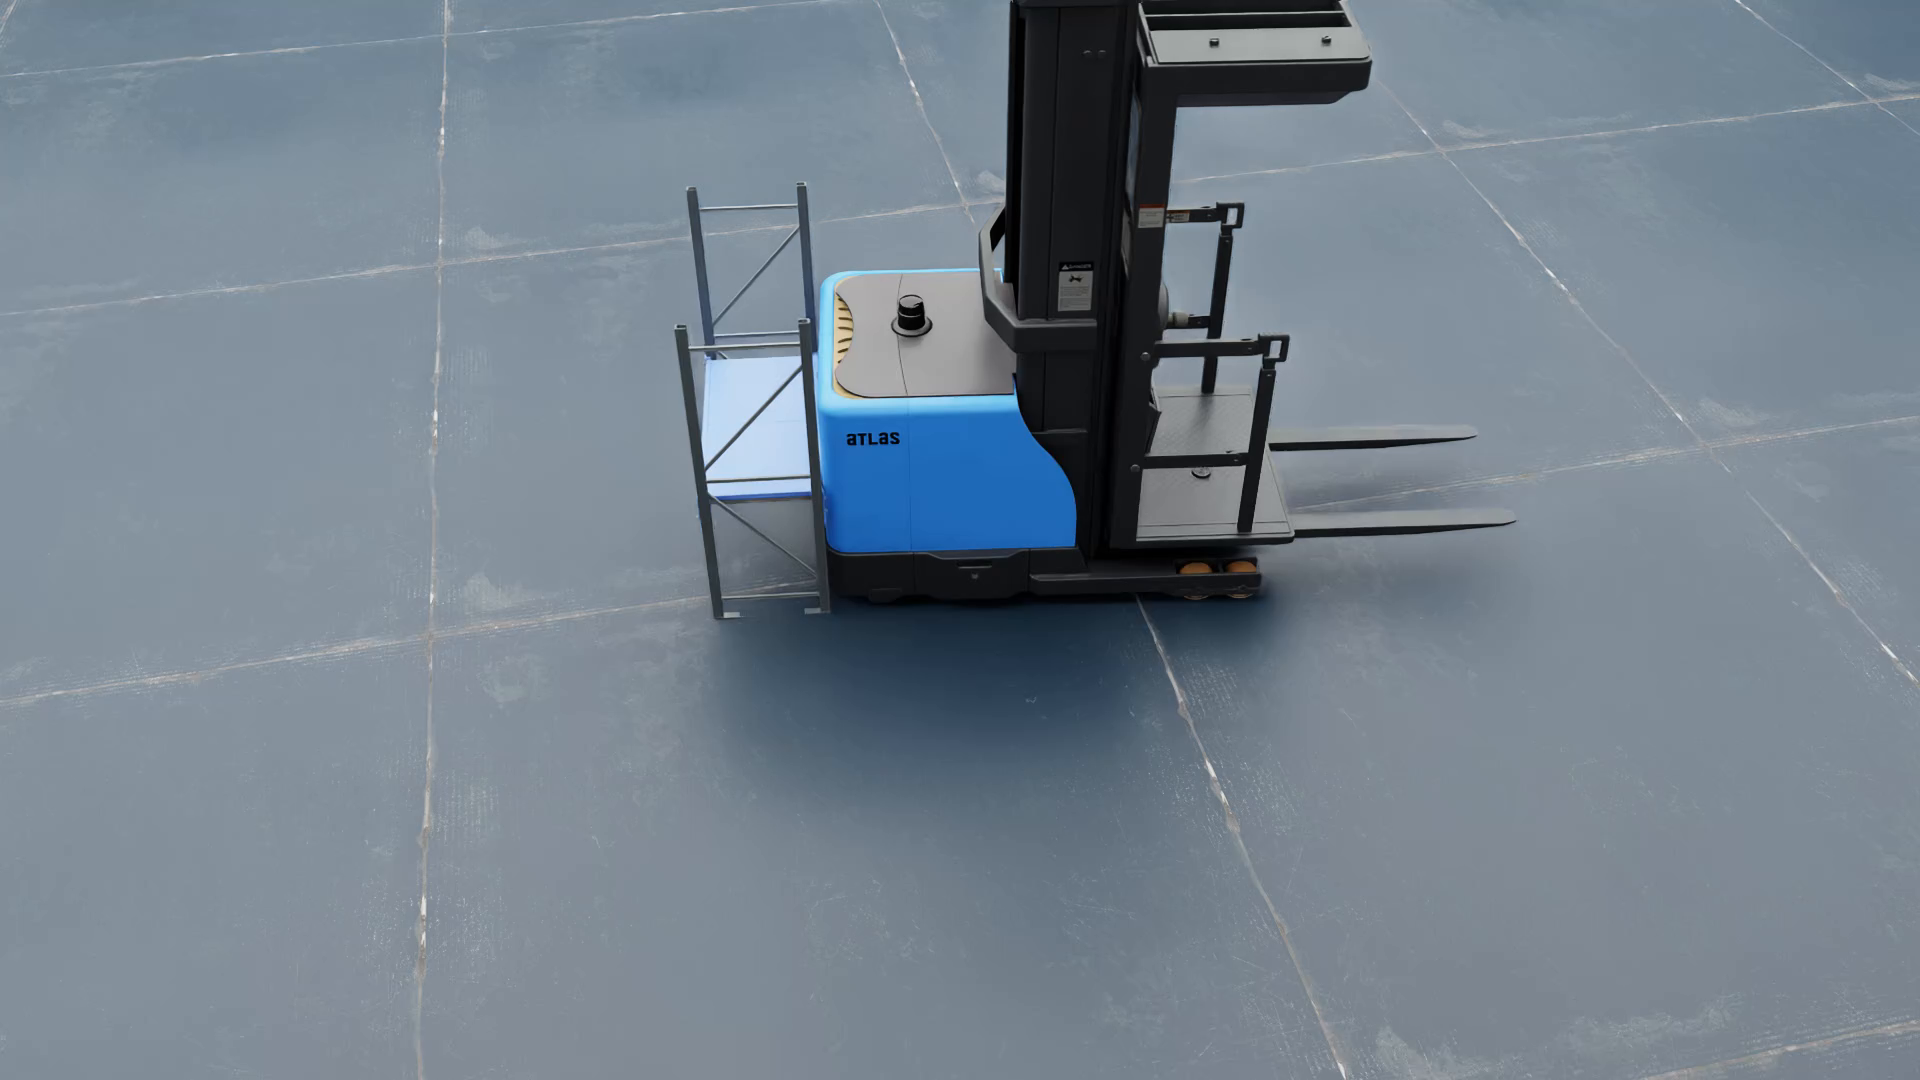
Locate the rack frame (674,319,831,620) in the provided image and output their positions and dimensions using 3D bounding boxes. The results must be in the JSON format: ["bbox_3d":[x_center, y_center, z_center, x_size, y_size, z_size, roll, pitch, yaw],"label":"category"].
[{"bbox_3d":[-0.809,-0.242,6.675,0.500,1.500,0.032,-3,42,-3],"label":"rack frame"}]

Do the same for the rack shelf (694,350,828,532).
[{"bbox_3d":[-0.850,-0.444,7.173,0.538,0.185,1.000,-3,42,-3],"label":"rack shelf"}]

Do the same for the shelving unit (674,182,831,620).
[{"bbox_3d":[-0.850,-0.578,7.054,0.538,1.500,1.048,-3,42,-3],"label":"shelving unit"}]

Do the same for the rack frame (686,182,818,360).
[{"bbox_3d":[-0.890,-0.915,7.432,0.500,1.500,0.032,-3,42,-3],"label":"rack frame"}]

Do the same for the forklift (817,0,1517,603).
[{"bbox_3d":[0.915,-1.188,6.663,3.031,2.935,1.130,-2,42,-2],"label":"forklift"}]
